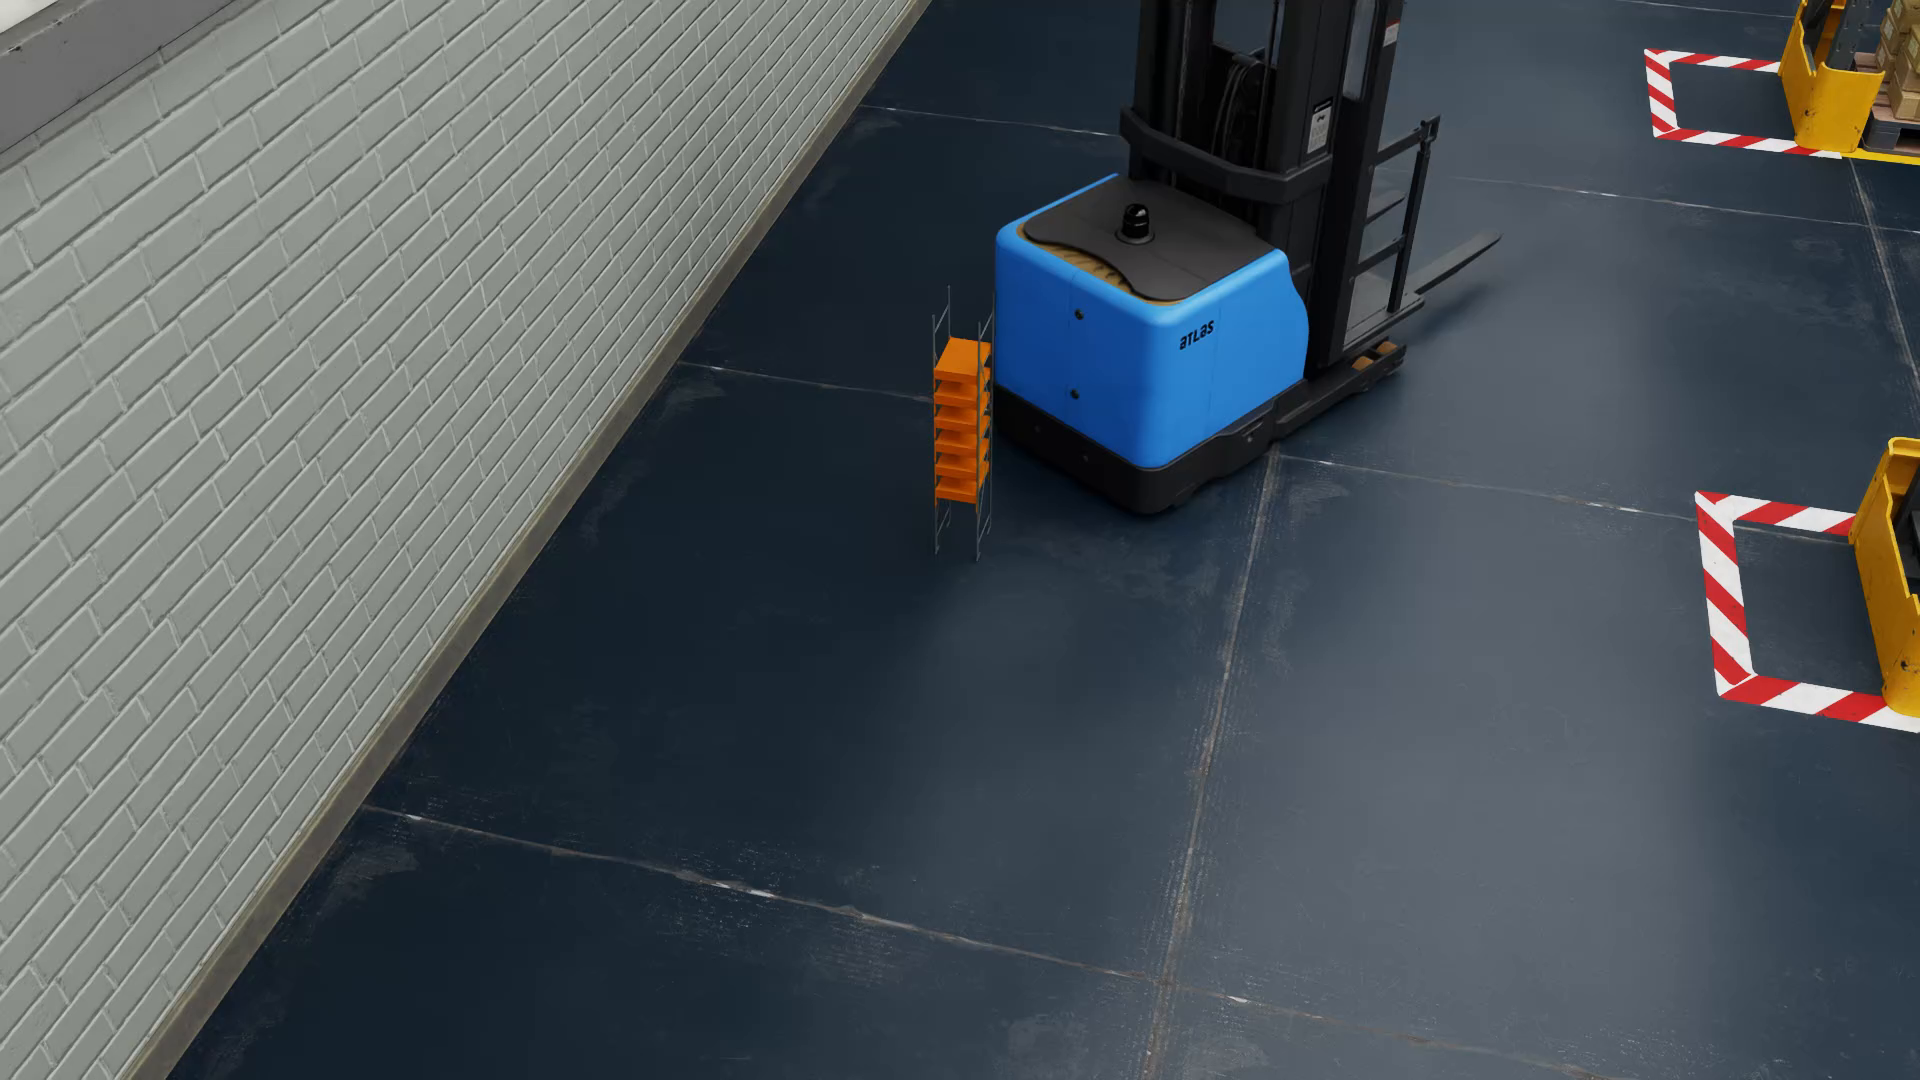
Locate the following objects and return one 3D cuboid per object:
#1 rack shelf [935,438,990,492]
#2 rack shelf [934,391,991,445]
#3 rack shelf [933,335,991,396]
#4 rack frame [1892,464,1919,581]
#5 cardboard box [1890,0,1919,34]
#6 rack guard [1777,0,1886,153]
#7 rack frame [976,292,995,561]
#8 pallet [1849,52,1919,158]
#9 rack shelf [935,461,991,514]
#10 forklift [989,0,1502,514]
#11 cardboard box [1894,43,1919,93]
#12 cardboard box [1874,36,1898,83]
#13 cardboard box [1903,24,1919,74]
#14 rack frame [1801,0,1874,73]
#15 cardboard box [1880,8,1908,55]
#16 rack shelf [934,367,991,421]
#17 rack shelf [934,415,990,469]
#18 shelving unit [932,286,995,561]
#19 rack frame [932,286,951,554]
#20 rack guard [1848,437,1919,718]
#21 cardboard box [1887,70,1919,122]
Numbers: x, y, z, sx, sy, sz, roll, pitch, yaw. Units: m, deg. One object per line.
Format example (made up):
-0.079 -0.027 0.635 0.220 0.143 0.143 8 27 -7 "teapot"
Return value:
0.014 -0.331 6.967 0.180 0.103 0.258 10 41 11 "rack shelf"
0.014 -0.515 6.813 0.180 0.103 0.258 10 41 11 "rack shelf"
0.014 -0.699 6.658 0.180 0.103 0.258 10 41 11 "rack shelf"
3.937 -0.812 5.884 0.127 3.000 1.000 10 41 11 "rack frame"
5.894 -3.243 10.206 0.250 0.149 0.380 10 41 12 "cardboard box"
5.390 -2.906 10.322 0.348 0.500 1.175 10 41 11 "rack guard"
0.102 -0.442 6.843 0.006 1.200 0.240 10 41 11 "rack frame"
6.166 -2.639 10.228 1.213 0.211 1.003 10 41 11 "pallet"
0.014 -0.239 7.044 0.180 0.103 0.258 10 41 11 "rack shelf"
1.555 -2.067 7.432 3.031 2.935 1.130 -31 49 -32 "forklift"
5.757 -2.813 9.926 0.250 0.149 0.380 11 41 13 "cardboard box"
5.879 -2.987 10.365 0.250 0.149 0.380 10 41 12 "cardboard box"
5.735 -2.875 9.768 0.250 0.149 0.380 8 41 9 "cardboard box"
5.317 -3.876 9.533 0.127 3.000 1.000 10 41 11 "rack frame"
5.901 -3.149 10.326 0.250 0.149 0.380 9 41 10 "cardboard box"
0.014 -0.607 6.735 0.180 0.103 0.258 10 41 11 "rack shelf"
0.014 -0.423 6.890 0.180 0.103 0.258 10 41 11 "rack shelf"
0.014 -0.457 6.861 0.189 1.200 0.258 10 41 11 "shelving unit"
-0.074 -0.472 6.879 0.006 1.200 0.240 10 41 11 "rack frame"
3.914 0.142 6.693 0.348 0.500 1.175 10 41 11 "rack guard"
5.740 -2.659 9.974 0.250 0.149 0.380 11 41 12 "cardboard box"
